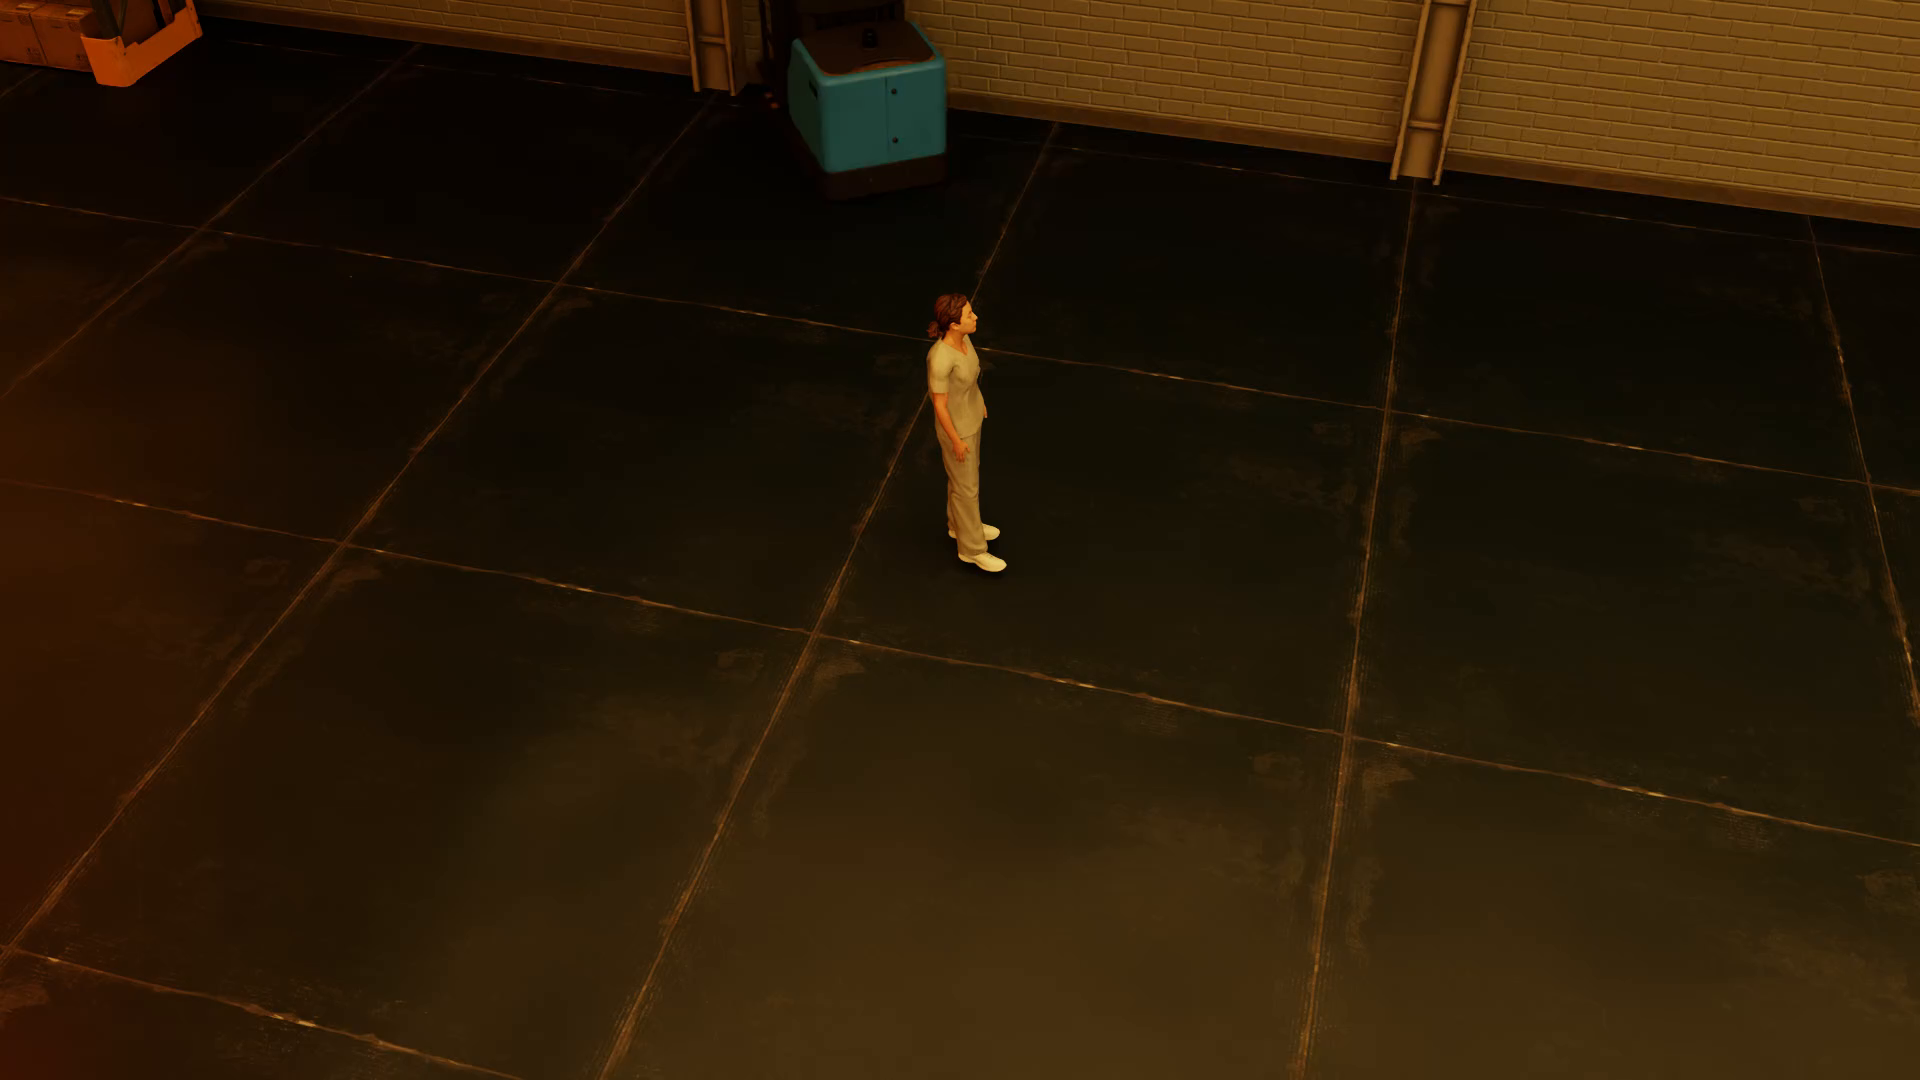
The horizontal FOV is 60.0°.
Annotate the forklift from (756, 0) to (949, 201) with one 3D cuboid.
[{"bbox_3d":[-1.069,-4.735,13.263,1.130,2.935,3.031,-14,43,-15],"label":"forklift"}]

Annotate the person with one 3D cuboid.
[{"bbox_3d":[0.068,-0.645,9.477,0.547,1.673,0.549,10,42,11],"label":"person"}]
